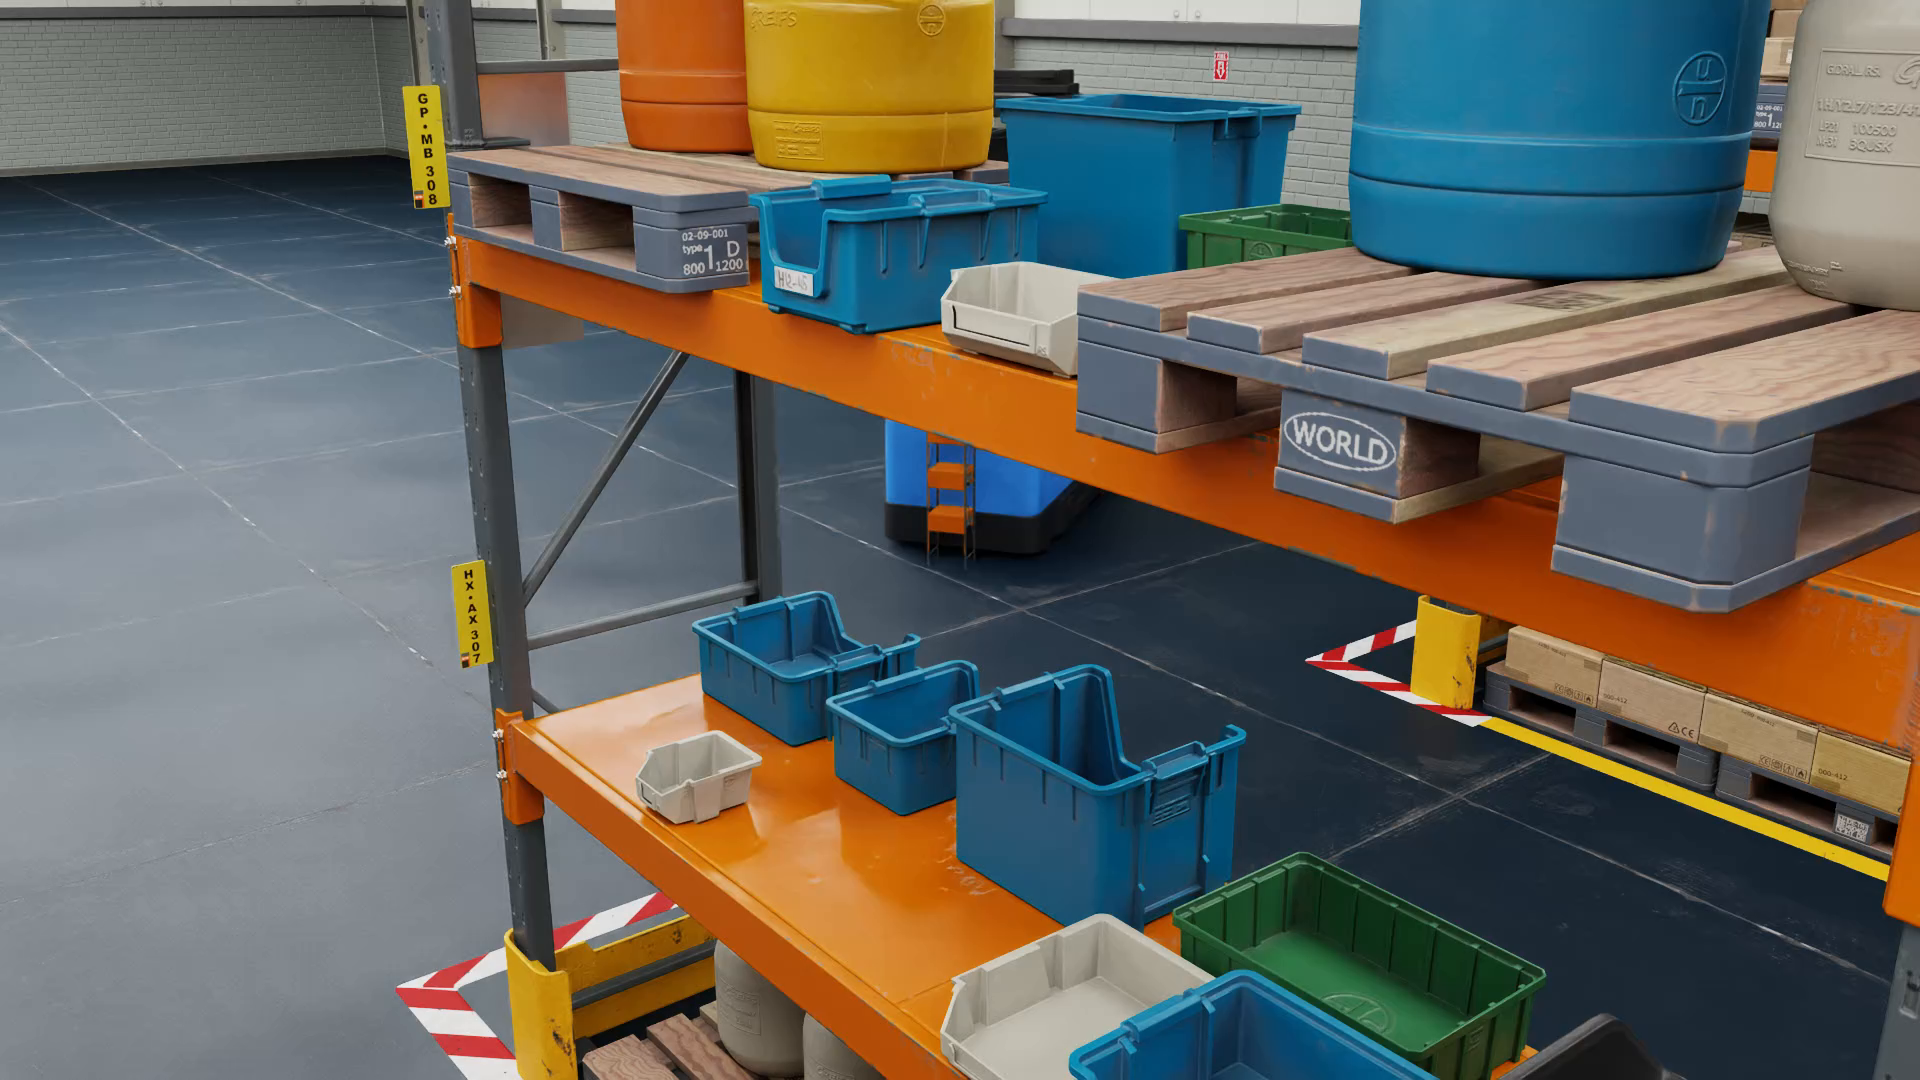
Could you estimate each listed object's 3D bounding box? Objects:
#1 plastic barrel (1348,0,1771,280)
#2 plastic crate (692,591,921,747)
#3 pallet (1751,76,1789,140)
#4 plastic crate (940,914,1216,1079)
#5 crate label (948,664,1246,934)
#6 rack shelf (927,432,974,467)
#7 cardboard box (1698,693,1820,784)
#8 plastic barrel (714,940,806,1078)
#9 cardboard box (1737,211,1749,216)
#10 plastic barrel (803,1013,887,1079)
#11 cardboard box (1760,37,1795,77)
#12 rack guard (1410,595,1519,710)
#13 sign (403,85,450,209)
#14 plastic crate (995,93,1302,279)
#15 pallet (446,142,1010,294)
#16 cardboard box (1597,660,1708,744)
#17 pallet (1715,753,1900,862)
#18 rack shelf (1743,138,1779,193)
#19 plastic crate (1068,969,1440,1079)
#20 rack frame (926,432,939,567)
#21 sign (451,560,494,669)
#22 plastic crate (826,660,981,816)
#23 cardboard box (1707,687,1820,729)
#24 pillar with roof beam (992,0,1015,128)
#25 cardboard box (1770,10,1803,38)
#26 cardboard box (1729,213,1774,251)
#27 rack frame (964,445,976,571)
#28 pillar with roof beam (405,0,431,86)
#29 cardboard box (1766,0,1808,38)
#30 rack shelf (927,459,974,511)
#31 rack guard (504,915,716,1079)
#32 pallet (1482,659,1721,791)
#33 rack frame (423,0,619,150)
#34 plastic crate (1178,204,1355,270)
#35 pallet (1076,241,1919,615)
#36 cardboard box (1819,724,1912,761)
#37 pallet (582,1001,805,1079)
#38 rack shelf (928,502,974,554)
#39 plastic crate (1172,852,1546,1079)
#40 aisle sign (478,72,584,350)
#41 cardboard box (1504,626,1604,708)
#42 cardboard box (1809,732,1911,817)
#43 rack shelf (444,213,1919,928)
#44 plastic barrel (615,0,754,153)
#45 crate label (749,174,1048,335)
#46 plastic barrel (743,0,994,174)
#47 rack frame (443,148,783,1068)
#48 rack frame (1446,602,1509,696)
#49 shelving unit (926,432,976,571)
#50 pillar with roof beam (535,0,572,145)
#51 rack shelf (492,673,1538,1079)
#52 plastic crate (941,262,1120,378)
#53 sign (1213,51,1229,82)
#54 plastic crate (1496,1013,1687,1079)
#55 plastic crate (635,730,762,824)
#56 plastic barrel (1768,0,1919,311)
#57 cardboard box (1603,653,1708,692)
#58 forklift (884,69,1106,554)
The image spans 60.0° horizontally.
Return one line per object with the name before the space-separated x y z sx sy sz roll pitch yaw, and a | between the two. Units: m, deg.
plastic barrel | 0.926 -0.894 2.552 0.600 0.901 0.708 -14 23 -36
plastic crate | -0.478 0.384 5.168 0.499 0.251 0.616 -14 23 -36
pallet | 3.280 -1.920 7.259 1.003 0.211 1.213 -14 23 -36
plastic crate | 0.253 1.008 3.465 0.530 0.136 0.437 -14 23 -36
crate label | 0.331 0.632 4.125 0.502 0.435 0.616 -14 23 -36
rack shelf | -0.054 -0.609 10.163 0.240 0.259 0.215 6 19 17
cardboard box | 3.643 0.810 7.352 0.500 0.250 0.500 -14 23 -36
plastic barrel | -0.555 1.377 5.221 0.421 0.512 0.421 0 18 0
cardboard box | 3.174 -1.250 7.644 0.700 0.500 0.500 -14 23 -36
plastic barrel | -0.244 1.501 4.848 0.421 0.512 0.421 0 18 0
cardboard box | 3.454 -1.964 6.758 0.380 0.149 0.250 -14 23 -36
rack guard | 2.847 0.463 8.669 1.175 0.500 0.348 -14 23 -36
sign | -1.458 -1.074 4.547 0.100 0.325 0.005 -14 23 -36
plastic crate | 0.396 -0.757 3.630 0.392 0.384 0.575 -14 23 -36
pallet | -0.587 -0.863 4.226 1.003 0.211 1.213 -14 23 -36
cardboard box | 3.333 0.686 7.724 0.500 0.250 0.500 -14 23 -36
pallet | 4.122 1.087 7.244 1.003 0.211 1.213 -14 23 -36
rack shelf | 4.103 -1.307 6.411 1.077 0.370 4.000 -14 23 -36
plastic crate | 0.560 1.085 3.051 0.499 0.251 0.616 -14 23 -36
rack frame | -0.170 -0.362 10.285 0.008 1.050 0.200 6 19 17
sign | -1.458 0.223 4.976 0.100 0.325 0.005 -14 23 -36
plastic crate | -0.080 0.545 4.682 0.499 0.251 0.408 -14 23 -36
cardboard box | 3.653 0.451 7.240 0.500 0.500 0.500 -14 23 -36
pillar with roof beam | -2.970 -6.646 16.619 9.100 9.000 0.400 -14 23 -36
cardboard box | 3.783 -2.104 7.020 0.500 0.250 0.500 -14 23 -36
cardboard box | 3.505 -1.122 7.256 0.700 0.500 0.500 -15 23 -38
rack frame | 0.062 -0.338 10.212 0.008 1.050 0.200 6 19 17
pillar with roof beam | -14.146 -11.082 30.014 9.100 9.000 0.400 -14 23 -36
cardboard box | 3.215 -2.314 7.252 0.797 0.503 0.637 -12 22 -32
rack shelf | -0.054 -0.340 10.252 0.240 0.259 0.215 6 19 17
rack guard | -0.940 1.444 5.705 1.175 0.500 0.348 -14 23 -36
pallet | 3.369 0.786 8.152 1.003 0.211 1.213 -14 23 -36
rack frame | -1.024 -2.600 4.398 1.000 3.000 0.127 -14 23 -36
plastic crate | 0.694 -0.531 3.261 0.336 0.188 0.450 -14 23 -36
pallet | 0.935 -0.259 2.402 1.213 0.211 1.003 -14 23 -36
cardboard box | 3.949 0.578 6.858 0.500 0.500 0.500 -14 23 -36
pallet | -0.439 1.783 5.143 1.003 0.211 1.213 -14 23 -36
rack shelf | -0.054 -0.076 10.339 0.240 0.259 0.215 6 19 17
plastic crate | 0.838 0.945 3.574 0.450 0.188 0.662 -14 23 -36
aisle sign | -1.298 -0.946 4.813 0.394 0.787 0.004 -14 23 -36
cardboard box | 3.020 0.564 8.094 0.500 0.250 0.500 -14 23 -36
cardboard box | 3.950 0.934 6.977 0.500 0.250 0.500 -14 23 -36
rack shelf | 0.218 -0.341 3.494 1.077 0.370 4.000 -14 23 -36
plastic barrel | -0.622 -1.484 4.449 0.600 0.830 0.708 -14 23 -36
crate label | -0.121 -0.579 3.305 0.502 0.251 0.408 -14 23 -36
plastic barrel | -0.216 -1.208 4.000 0.600 0.588 0.600 0 18 0
rack frame | -1.024 0.248 5.341 1.000 3.000 0.127 -14 23 -36
rack frame | 2.861 -0.718 8.258 1.000 3.000 0.127 -14 23 -36
shelving unit | -0.054 -0.350 10.249 0.252 1.050 0.215 6 19 17
pillar with roof beam | -10.421 -9.603 25.549 9.100 9.000 0.400 -14 23 -36
rack shelf | 0.218 1.083 3.966 1.077 0.370 4.000 -14 23 -36
plastic crate | 0.146 -0.382 2.890 0.243 0.136 0.396 -14 23 -36
sign | 2.698 -4.898 17.196 0.001 0.298 0.199 -14 23 -36
plastic crate | 1.234 1.110 2.839 0.767 0.338 0.504 -14 23 -36
plastic crate | -0.720 0.657 4.527 0.298 0.136 0.250 -14 23 -36
plastic barrel | 1.346 -0.587 2.245 0.421 0.512 0.421 0 18 0
cardboard box | 3.332 0.331 7.605 0.500 0.500 0.500 -14 23 -36
forklift | 0.476 -1.729 11.421 1.130 2.935 3.031 6 19 18
